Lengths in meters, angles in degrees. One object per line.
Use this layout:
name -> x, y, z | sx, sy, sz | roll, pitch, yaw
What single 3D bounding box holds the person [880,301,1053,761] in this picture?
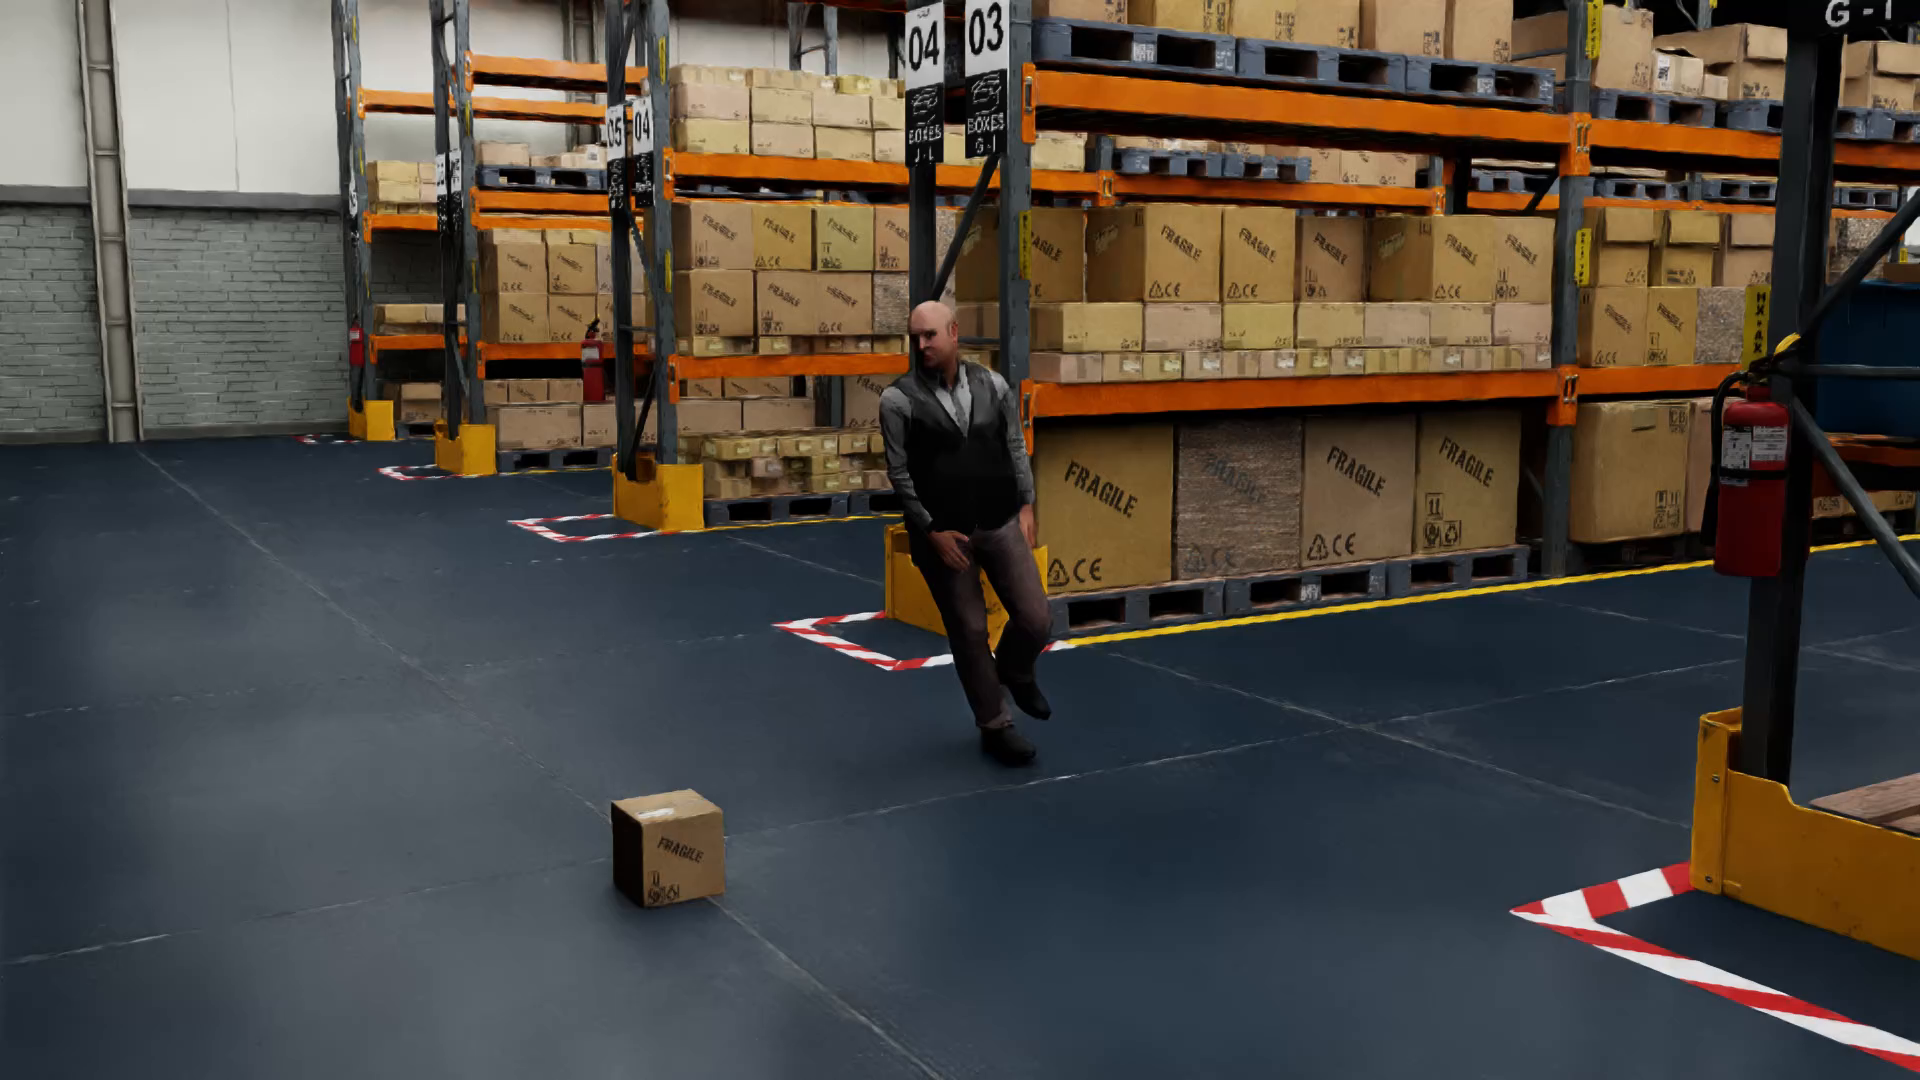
person -> 0.051, -0.031, 6.169 | 0.728, 1.695, 0.500 | -3, 9, -19
